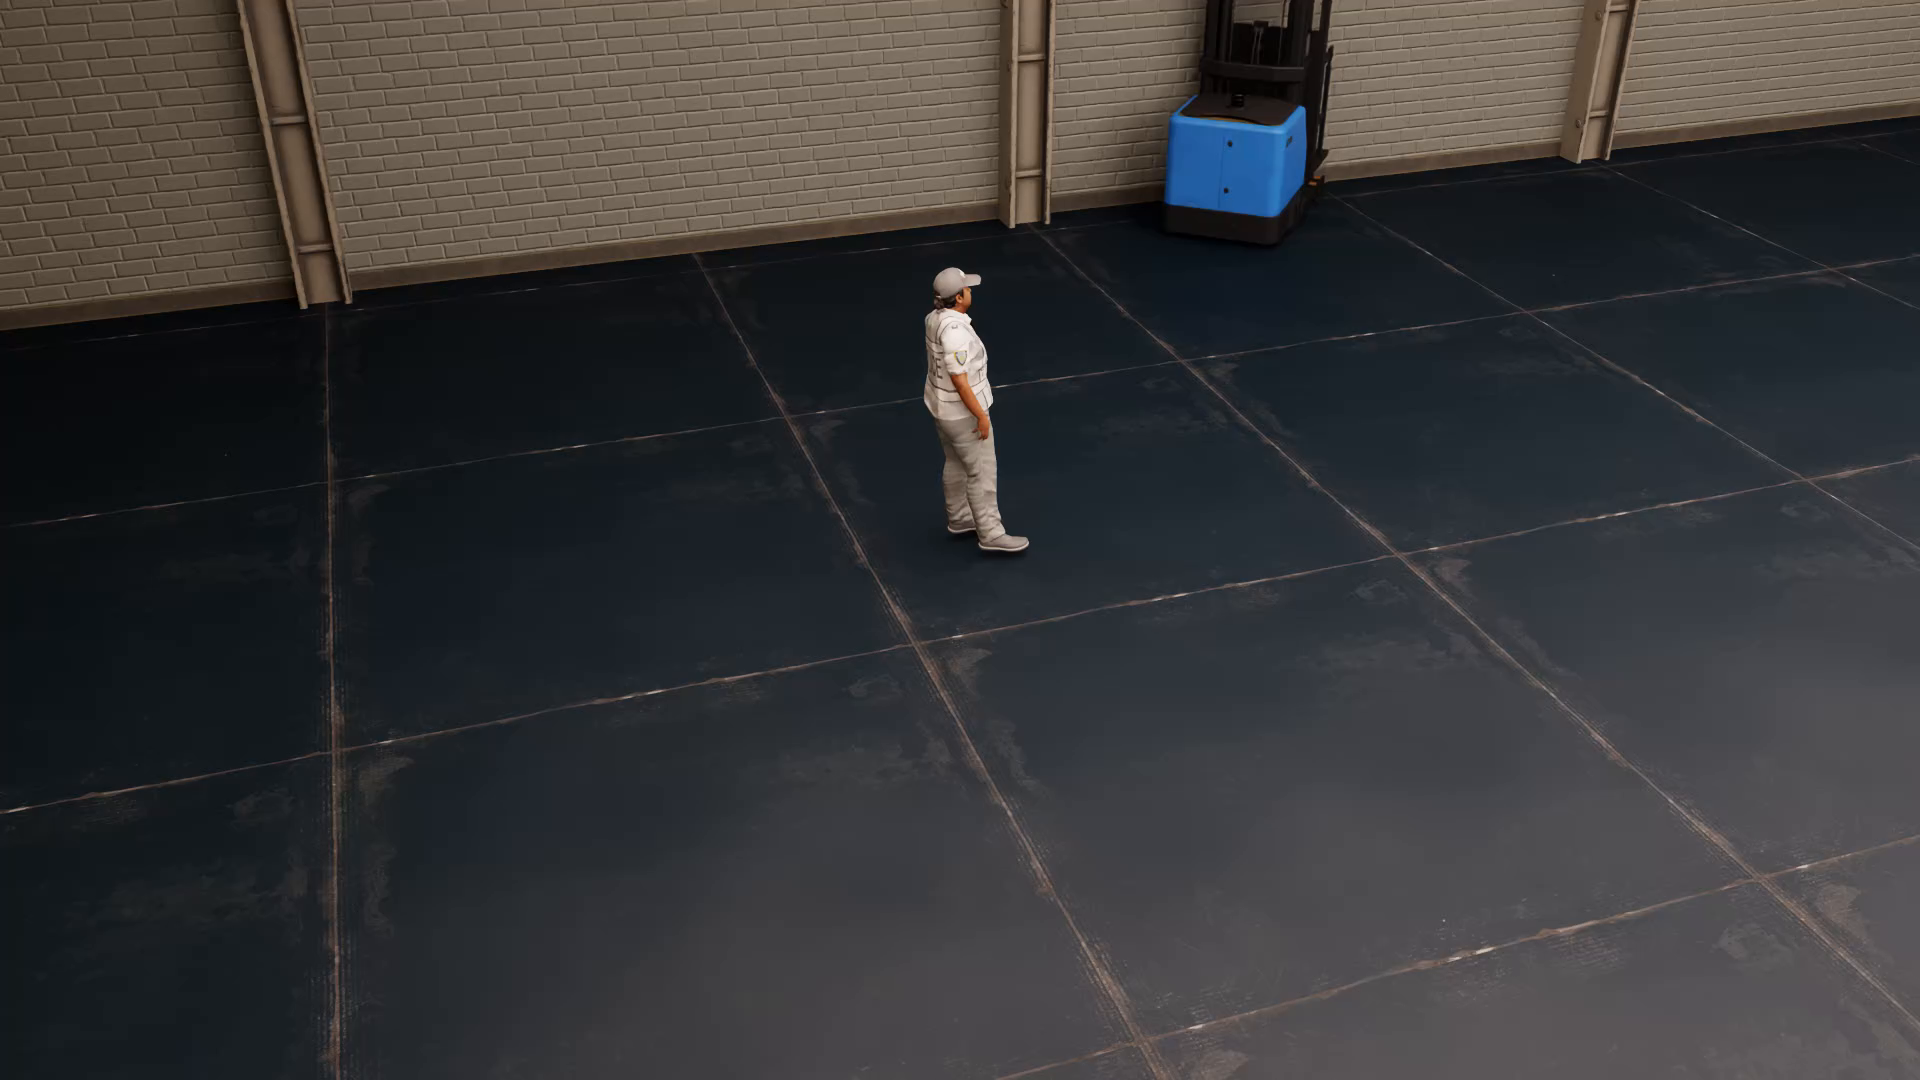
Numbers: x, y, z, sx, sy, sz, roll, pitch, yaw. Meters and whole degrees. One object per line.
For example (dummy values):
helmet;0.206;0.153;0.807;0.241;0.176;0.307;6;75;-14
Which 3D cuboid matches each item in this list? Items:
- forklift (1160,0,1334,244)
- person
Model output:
forklift;2.803;-4.531;14.961;1.130;2.935;3.031;12;32;19
person;0.080;-0.764;9.589;0.529;1.670;0.598;-10;31;-16
